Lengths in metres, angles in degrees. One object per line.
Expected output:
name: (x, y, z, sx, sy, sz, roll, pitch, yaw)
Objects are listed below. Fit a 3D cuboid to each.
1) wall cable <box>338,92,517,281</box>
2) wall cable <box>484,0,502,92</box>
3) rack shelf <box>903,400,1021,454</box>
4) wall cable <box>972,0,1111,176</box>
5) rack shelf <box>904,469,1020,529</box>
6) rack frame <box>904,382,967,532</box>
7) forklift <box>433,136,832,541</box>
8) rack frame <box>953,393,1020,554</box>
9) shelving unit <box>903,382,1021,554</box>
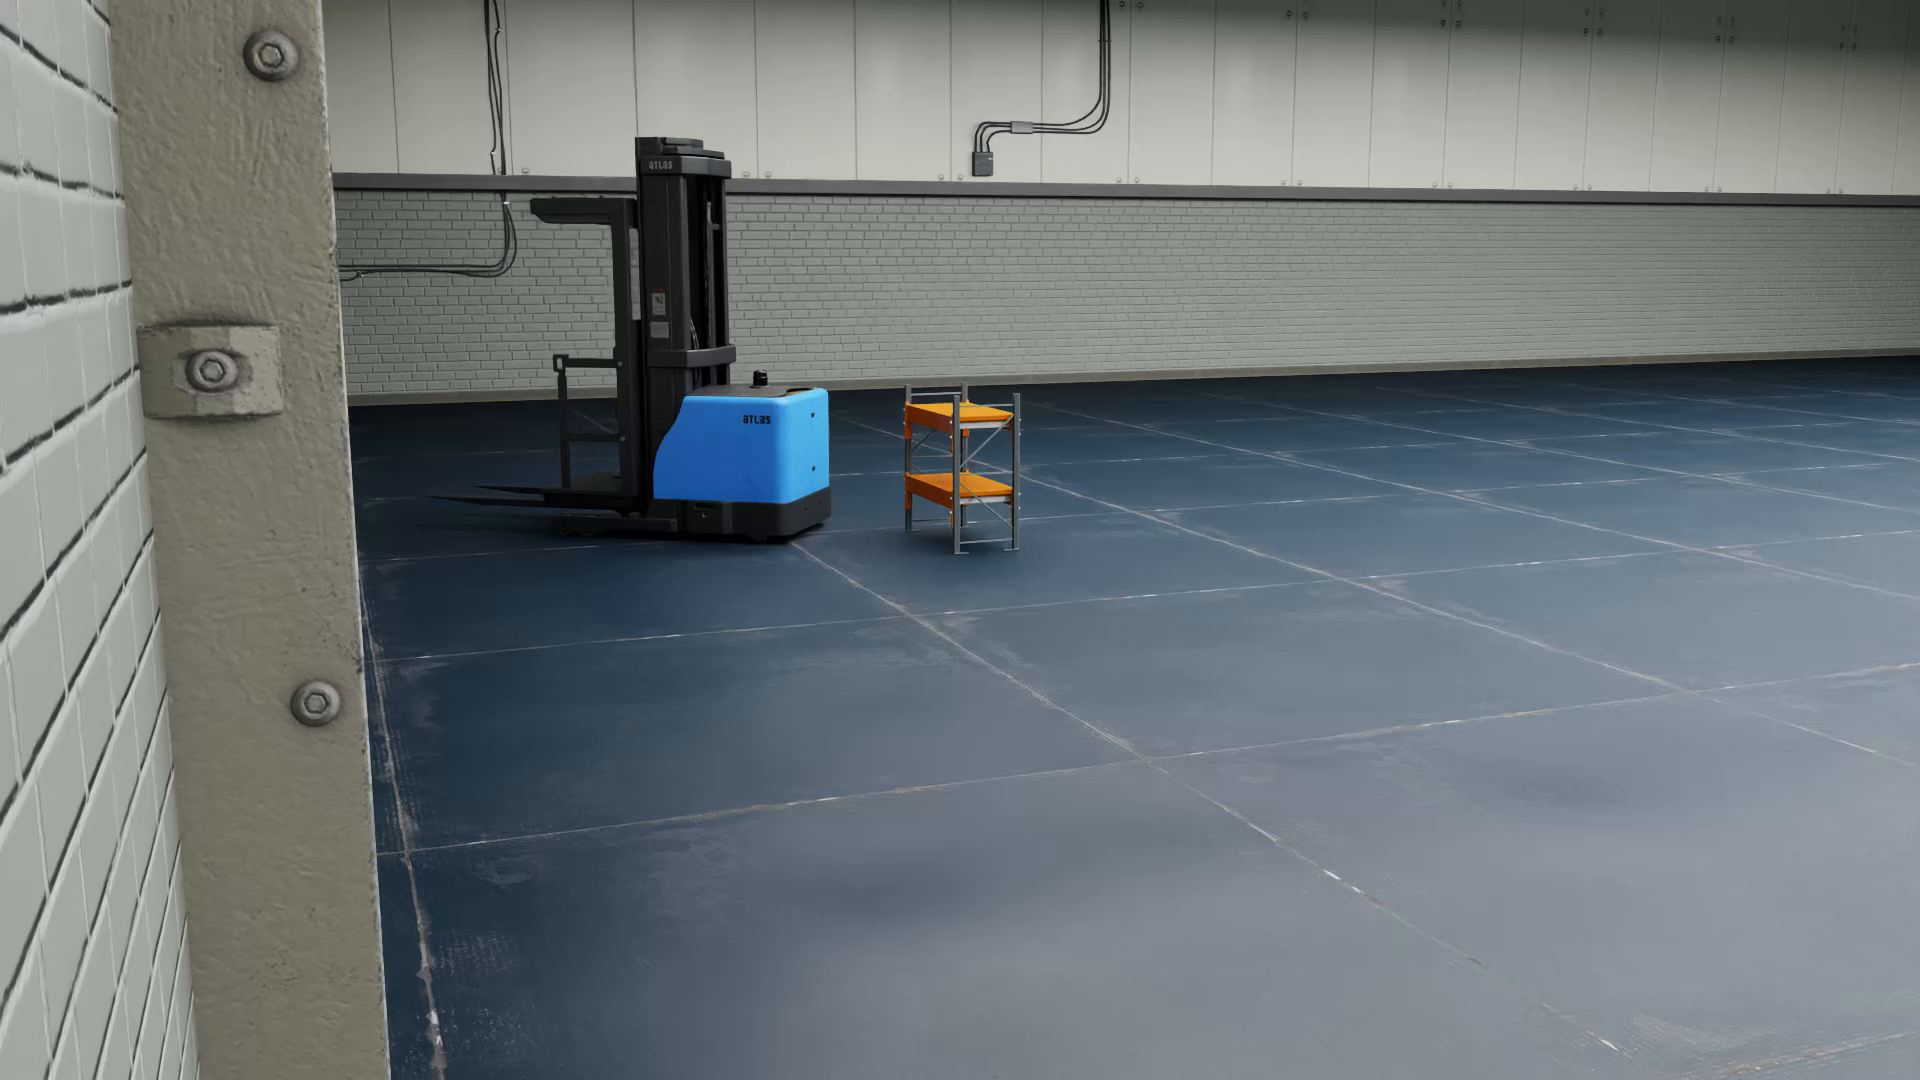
wall cable: (-7.569, -4.765, 22.339, 3.097, 2.526, 0.112, -4, 11, -21)
wall cable: (-5.048, -7.424, 22.862, 3.097, 2.526, 0.112, -4, 11, -21)
rack shelf: (0.002, -0.841, 12.222, 0.538, 0.278, 1.000, -4, 11, -21)
wall cable: (1.285, -8.568, 25.142, 2.305, 6.003, 0.169, -4, 11, -21)
rack shelf: (0.002, -0.312, 12.316, 0.538, 0.278, 1.000, -4, 11, -21)
rack frame: (-0.182, -0.636, 12.740, 0.500, 1.125, 0.032, -4, 11, -21)
forklift: (-2.582, -1.552, 12.734, 3.031, 2.935, 1.130, 3, 10, 14)
rack frame: (0.187, -0.470, 11.807, 0.500, 1.125, 0.032, -4, 11, -21)
shelving unit: (0.002, -0.553, 12.273, 0.538, 1.125, 1.048, -4, 11, -21)
